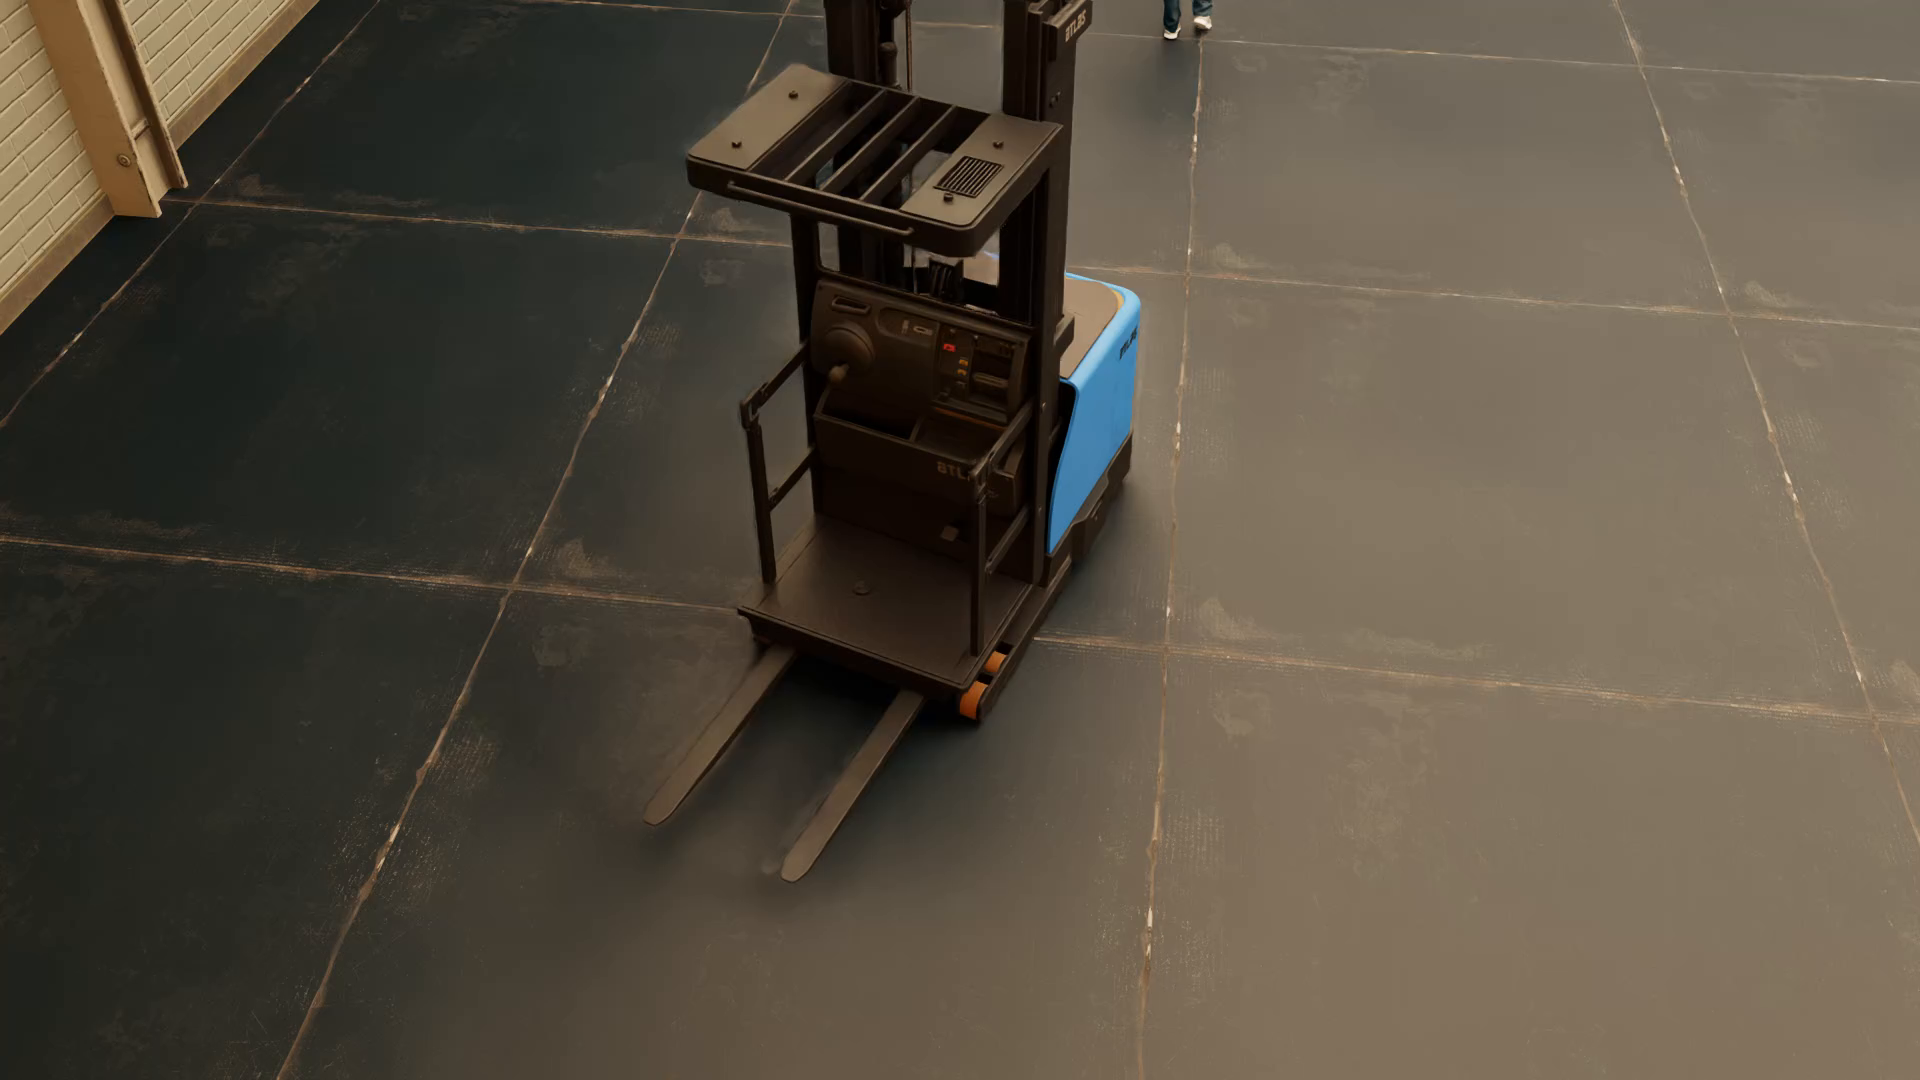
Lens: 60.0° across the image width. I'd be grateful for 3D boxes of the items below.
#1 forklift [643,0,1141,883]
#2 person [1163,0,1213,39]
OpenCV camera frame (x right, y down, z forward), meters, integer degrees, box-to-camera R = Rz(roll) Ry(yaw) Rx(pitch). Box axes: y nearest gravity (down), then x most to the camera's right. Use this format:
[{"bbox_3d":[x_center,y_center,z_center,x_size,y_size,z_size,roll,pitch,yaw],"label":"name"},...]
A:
[{"bbox_3d":[-0.261,-0.661,6.443,1.130,2.935,3.031,18,46,19],"label":"forklift"},{"bbox_3d":[1.569,-4.196,11.331,0.796,1.606,0.433,12,44,13],"label":"person"}]
